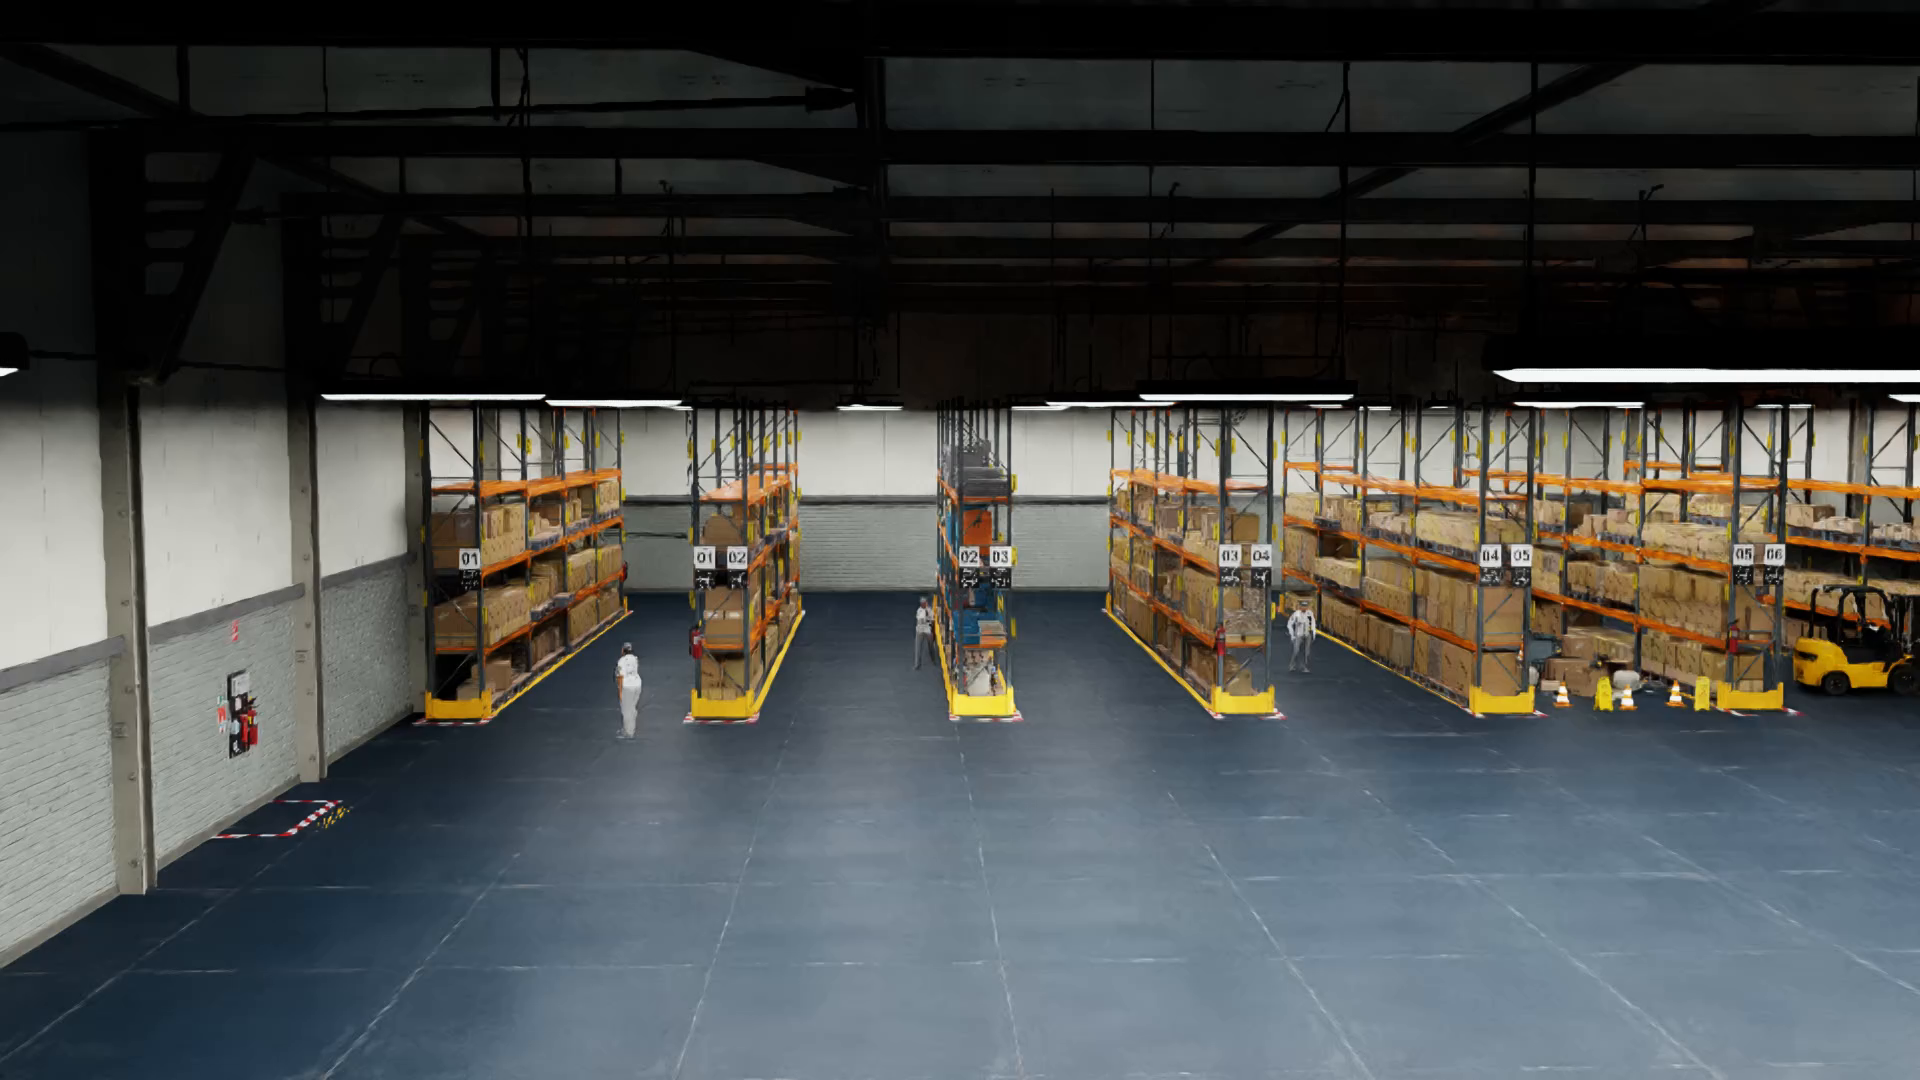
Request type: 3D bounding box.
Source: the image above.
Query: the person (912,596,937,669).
[{"bbox_3d":[-0.756,2.035,37.076,0.474,1.632,0.908,1,5,14],"label":"person"}]

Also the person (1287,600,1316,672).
[{"bbox_3d":[7.492,2.096,36.514,0.609,1.631,0.508,0,4,-4],"label":"person"}]

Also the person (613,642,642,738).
[{"bbox_3d":[-5.875,2.625,29.257,0.481,1.666,0.523,2,5,27],"label":"person"}]
